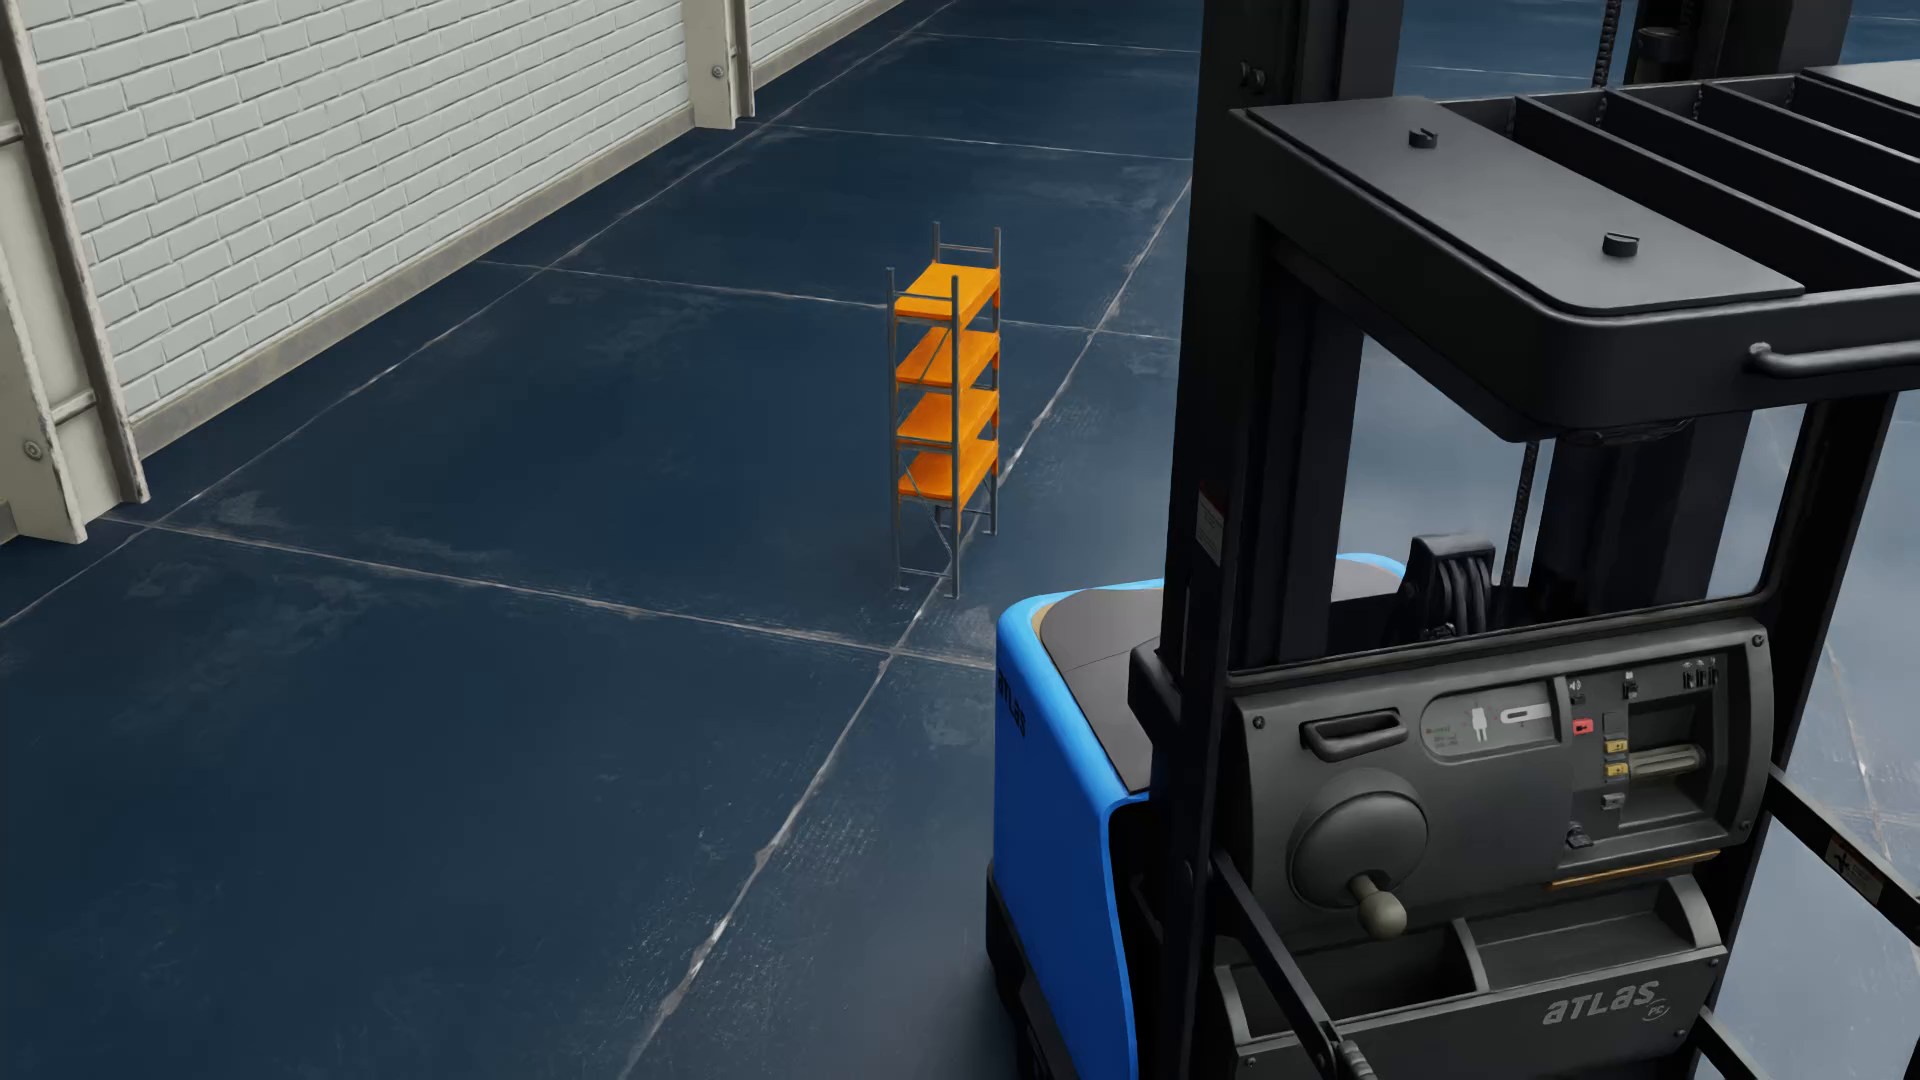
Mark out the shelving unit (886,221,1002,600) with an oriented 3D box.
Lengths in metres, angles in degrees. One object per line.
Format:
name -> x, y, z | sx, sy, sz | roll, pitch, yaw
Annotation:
shelving unit -> -0.049, -0.447, 5.820 | 0.258, 1.200, 0.503 | 8, 30, 15

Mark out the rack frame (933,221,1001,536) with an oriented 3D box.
rack frame -> 0.023, -0.561, 6.024 | 0.240, 1.200, 0.015 | 8, 30, 15

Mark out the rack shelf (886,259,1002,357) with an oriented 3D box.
rack shelf -> -0.049, -0.791, 5.629 | 0.258, 0.148, 0.480 | 8, 30, 15

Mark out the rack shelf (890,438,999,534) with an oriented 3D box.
rack shelf -> -0.049, -0.215, 5.949 | 0.258, 0.148, 0.480 | 8, 30, 15

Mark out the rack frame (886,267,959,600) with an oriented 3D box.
rack frame -> -0.120, -0.334, 5.616 | 0.240, 1.200, 0.015 | 8, 30, 15

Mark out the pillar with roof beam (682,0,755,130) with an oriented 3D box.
pillar with roof beam -> 2.489, -6.203, 8.144 | 9.100, 9.000, 0.400 | 8, 30, 15

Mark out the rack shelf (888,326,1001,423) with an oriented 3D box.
rack shelf -> -0.049, -0.584, 5.744 | 0.258, 0.148, 0.480 | 8, 30, 15

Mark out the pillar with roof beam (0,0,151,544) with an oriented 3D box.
pillar with roof beam -> 0.727, -3.415, 3.132 | 9.100, 9.000, 0.400 | 8, 30, 15

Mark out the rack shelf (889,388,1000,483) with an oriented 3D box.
rack shelf -> -0.049, -0.389, 5.853 | 0.258, 0.148, 0.480 | 8, 30, 15

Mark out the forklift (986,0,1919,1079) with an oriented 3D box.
forklift -> 0.942, 0.424, 2.474 | 1.130, 2.935, 3.031 | -7, 30, -13
